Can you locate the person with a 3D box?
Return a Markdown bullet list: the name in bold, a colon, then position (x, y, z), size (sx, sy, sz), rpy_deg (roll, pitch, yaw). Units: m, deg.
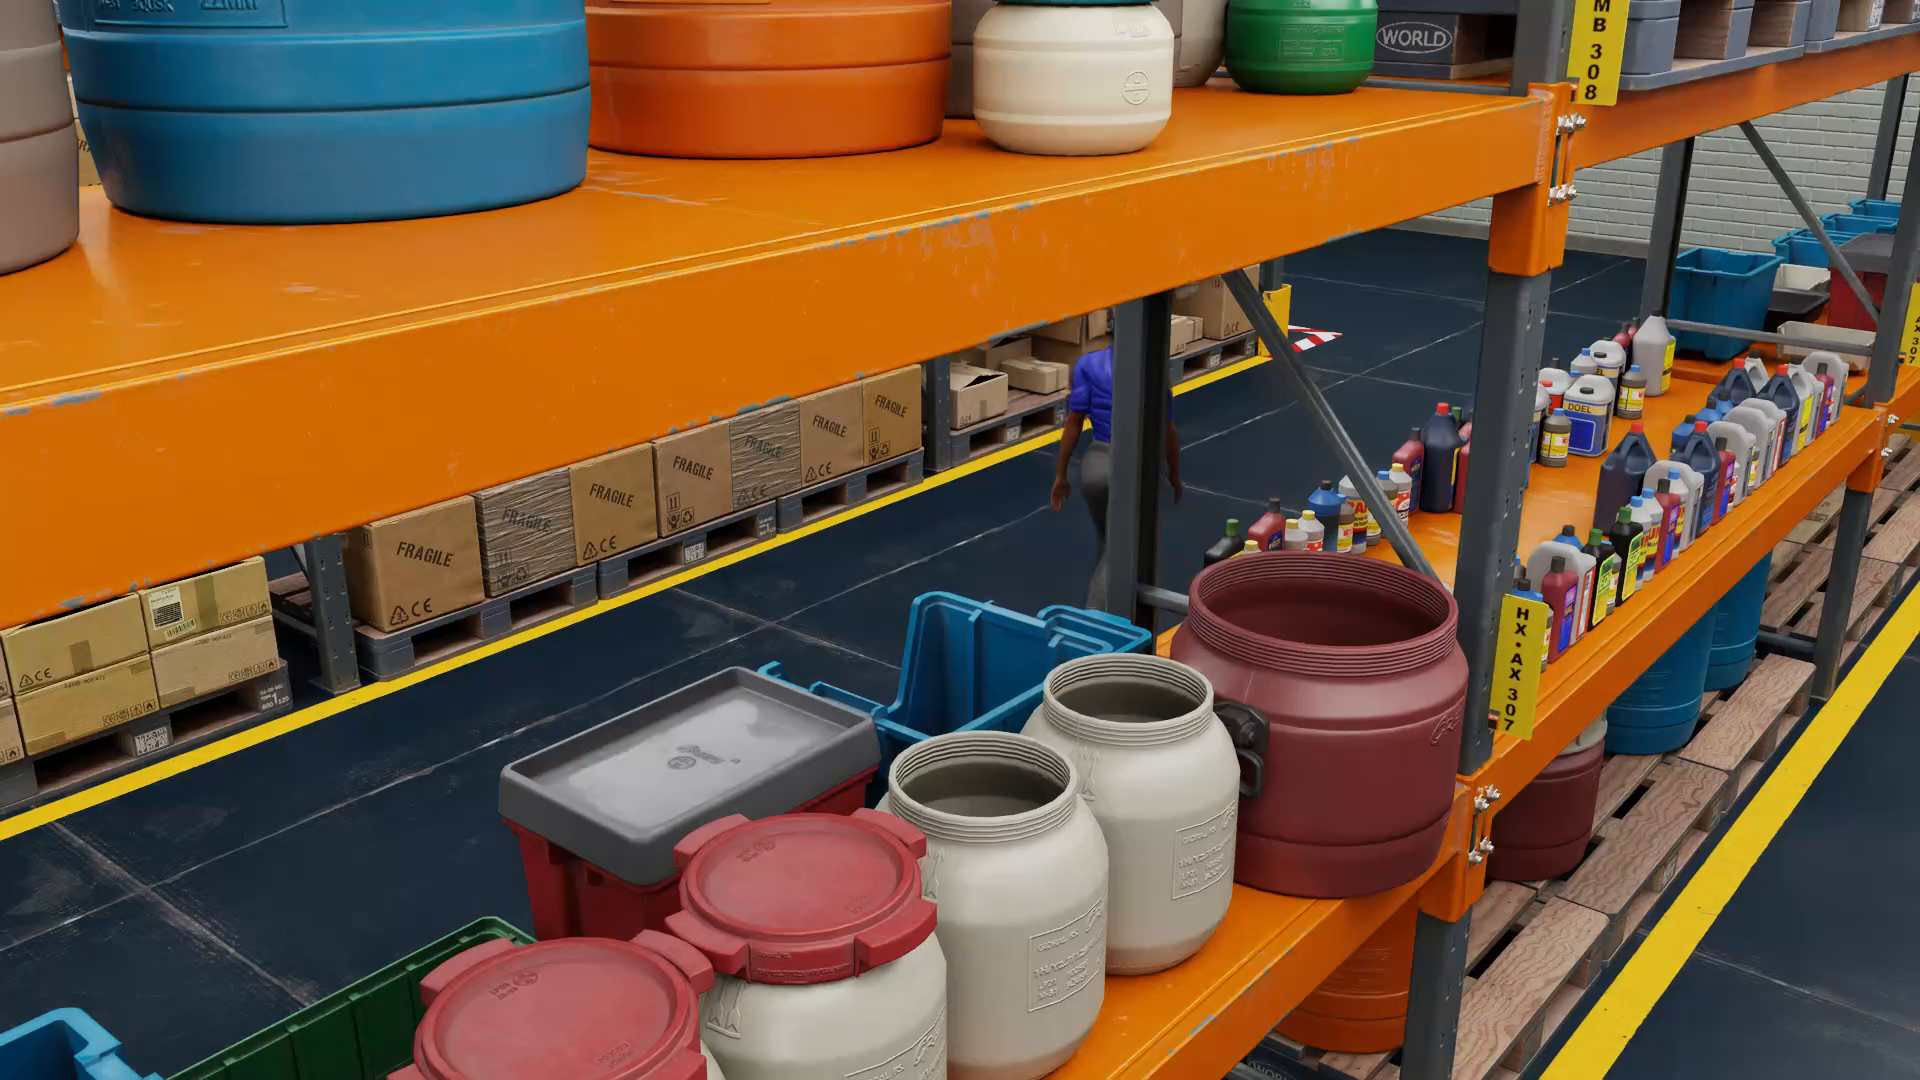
- **person**: position (0.744, -0.317, 7.402), size (0.497, 1.608, 0.937), rpy_deg (12, 24, 30)
